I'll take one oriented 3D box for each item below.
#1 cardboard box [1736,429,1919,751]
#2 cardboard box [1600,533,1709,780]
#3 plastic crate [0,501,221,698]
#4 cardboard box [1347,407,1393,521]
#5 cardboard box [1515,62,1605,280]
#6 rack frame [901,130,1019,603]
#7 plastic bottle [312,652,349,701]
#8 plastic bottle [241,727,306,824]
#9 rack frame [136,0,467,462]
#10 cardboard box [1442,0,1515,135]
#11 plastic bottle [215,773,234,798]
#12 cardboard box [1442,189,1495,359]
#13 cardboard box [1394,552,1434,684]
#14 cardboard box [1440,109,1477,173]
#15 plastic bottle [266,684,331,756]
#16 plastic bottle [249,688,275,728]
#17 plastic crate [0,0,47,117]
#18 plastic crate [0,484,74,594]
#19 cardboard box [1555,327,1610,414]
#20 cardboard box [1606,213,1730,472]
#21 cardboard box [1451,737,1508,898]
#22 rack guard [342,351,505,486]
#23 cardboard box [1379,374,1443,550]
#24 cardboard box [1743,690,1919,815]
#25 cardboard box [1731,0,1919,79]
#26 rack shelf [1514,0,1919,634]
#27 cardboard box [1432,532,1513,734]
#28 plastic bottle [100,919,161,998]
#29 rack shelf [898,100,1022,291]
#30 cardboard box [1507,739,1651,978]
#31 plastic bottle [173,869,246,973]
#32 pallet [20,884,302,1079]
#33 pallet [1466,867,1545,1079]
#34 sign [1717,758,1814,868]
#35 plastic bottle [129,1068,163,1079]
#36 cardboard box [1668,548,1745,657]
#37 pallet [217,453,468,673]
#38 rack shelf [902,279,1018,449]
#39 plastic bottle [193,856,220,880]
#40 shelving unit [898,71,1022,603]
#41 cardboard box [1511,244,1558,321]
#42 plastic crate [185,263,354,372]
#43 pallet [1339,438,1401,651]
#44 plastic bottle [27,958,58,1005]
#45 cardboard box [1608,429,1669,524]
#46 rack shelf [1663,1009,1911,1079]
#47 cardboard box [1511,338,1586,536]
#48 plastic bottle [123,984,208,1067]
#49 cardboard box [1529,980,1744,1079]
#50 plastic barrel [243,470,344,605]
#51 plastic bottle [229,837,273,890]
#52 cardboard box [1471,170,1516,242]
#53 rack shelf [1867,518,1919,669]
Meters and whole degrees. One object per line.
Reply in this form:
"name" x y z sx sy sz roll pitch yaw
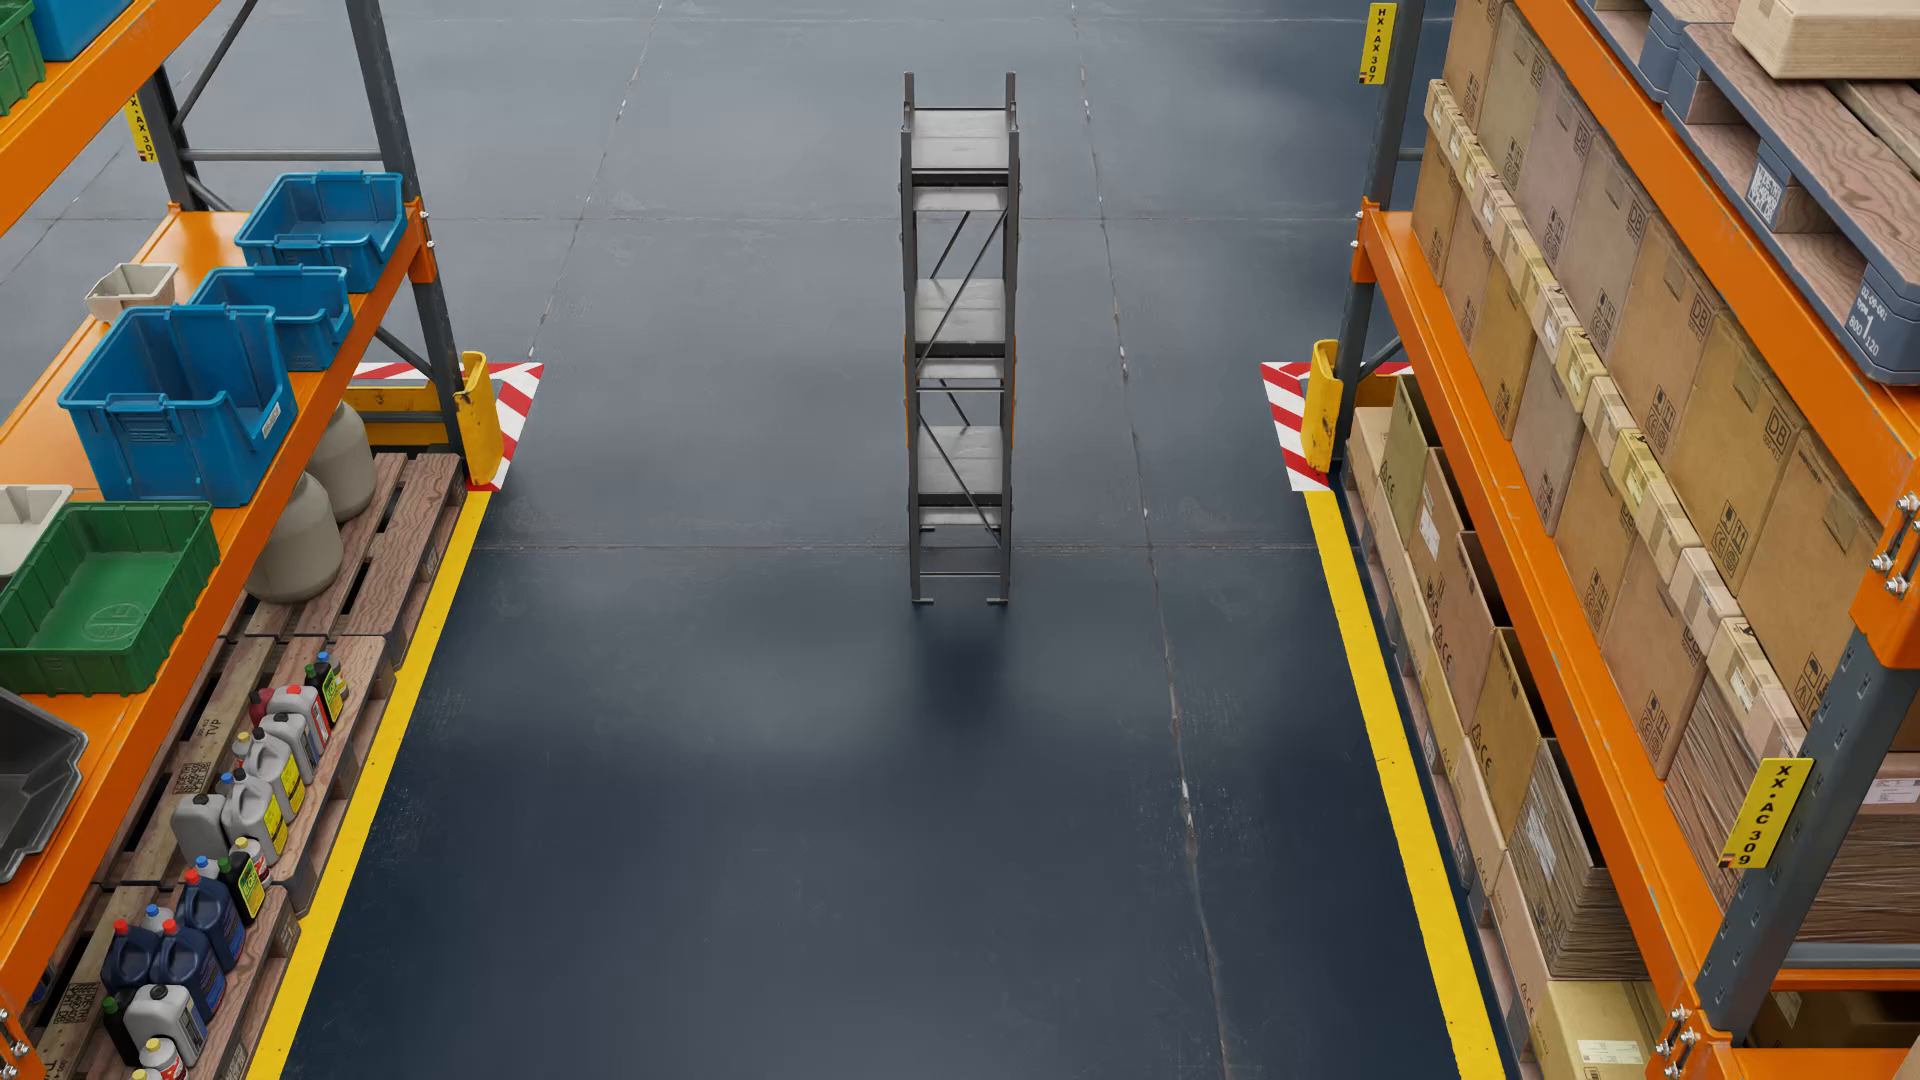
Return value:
"cardboard box" 2.190 0.106 3.602 0.700 0.500 0.500 0 39 0
"cardboard box" 2.183 0.282 4.420 0.700 0.500 0.500 0 39 -1
"plastic crate" -2.476 0.163 4.817 0.450 0.188 0.662 0 39 0
"cardboard box" 1.970 -0.328 7.124 0.500 0.250 0.500 0 39 0
"cardboard box" 2.187 -1.149 5.168 0.700 0.500 0.500 0 39 0
"rack frame" 0.000 -0.563 6.274 0.400 2.100 0.015 0 39 0
"plastic bottle" -2.321 0.497 6.118 0.097 0.201 0.097 0 39 0
"plastic bottle" -2.344 0.786 5.637 0.144 0.351 0.185 1 39 2
"rack frame" -2.761 -1.572 6.813 1.000 3.000 0.127 0 39 0
"cardboard box" 2.180 -1.793 5.972 0.700 0.500 0.500 0 39 0
"plastic bottle" -2.464 0.872 5.649 0.097 0.201 0.097 0 39 0
"cardboard box" 2.185 -0.992 6.009 0.700 0.500 0.500 1 39 1
"cardboard box" 1.975 0.297 6.344 0.500 0.250 0.500 0 39 0
"cardboard box" 1.980 -1.455 6.068 0.380 0.149 0.250 -1 39 -1
"plastic bottle" -2.348 0.625 5.898 0.152 0.276 0.135 0 39 0
"plastic bottle" -2.454 0.623 5.895 0.061 0.283 0.133 0 39 0
"plastic crate" -2.486 -1.145 4.051 0.336 0.188 0.450 0 39 0
"plastic crate" -3.012 0.017 5.041 0.530 0.136 0.437 0 39 0
"cardboard box" 1.979 -0.494 4.869 0.380 0.149 0.250 1 39 1
"cardboard box" 2.188 -0.524 4.387 0.700 0.500 0.500 0 39 0
"cardboard box" 1.972 0.922 5.563 0.500 0.250 0.500 0 39 0
"rack guard" -2.714 -0.549 7.535 1.175 0.500 0.348 0 39 0
"cardboard box" 1.973 -0.308 6.499 0.500 0.500 0.500 0 39 0
"cardboard box" 1.982 0.466 3.671 0.380 0.149 0.250 0 39 0
"cardboard box" 1.922 -1.117 3.599 0.380 0.149 0.250 0 39 0
"rack shelf" 2.194 -1.212 4.541 1.077 0.370 4.000 0 39 0
"cardboard box" 1.969 0.317 5.719 0.500 0.500 0.500 0 39 0
"plastic bottle" -2.487 1.287 5.012 0.144 0.351 0.185 0 39 0
"rack shelf" 0.000 -1.251 6.035 0.431 0.518 0.480 0 39 0
"cardboard box" 1.989 0.942 4.939 0.500 0.500 0.500 0 39 0
"plastic bottle" -2.343 1.168 5.160 0.144 0.351 0.185 -2 39 -2
"pallet" -2.716 1.598 5.088 1.003 0.211 1.213 0 39 0
"pallet" 2.238 1.519 5.186 1.003 0.211 1.213 0 39 0
"sign" 1.642 0.561 3.396 0.100 0.325 0.005 0 39 0
"plastic bottle" -2.319 1.587 4.757 0.097 0.201 0.097 0 39 0
"cardboard box" 1.981 0.148 4.068 0.380 0.149 0.250 -1 39 -1
"pallet" -2.719 0.072 6.992 1.003 0.211 1.213 0 39 0
"rack shelf" 0.000 -0.705 6.473 0.431 0.518 0.480 0 39 0
"plastic bottle" -2.380 1.107 5.299 0.097 0.271 0.097 0 39 0
"shelving unit" 0.000 -0.716 6.464 0.431 2.100 0.503 0 39 0
"cardboard box" 1.981 -0.814 5.269 0.380 0.149 0.250 -1 39 -1
"plastic crate" -2.466 -0.795 5.962 0.499 0.251 0.408 0 39 0
"pallet" 2.235 -0.007 7.090 1.003 0.211 1.213 0 39 0
"plastic bottle" -2.898 1.282 5.077 0.152 0.276 0.135 0 39 0
"cardboard box" 1.983 -0.170 4.465 0.380 0.149 0.250 0 39 0
"rack shelf" 2.199 2.460 2.357 1.077 0.370 4.000 0 39 0
"cardboard box" 2.184 -0.352 5.211 0.700 0.500 0.500 1 39 1
"plastic bottle" -2.346 1.419 4.907 0.152 0.276 0.135 1 39 2
"cardboard box" 1.978 1.548 4.783 0.500 0.250 0.500 0 39 0
"plastic barrel" -2.684 -0.040 6.555 0.421 0.512 0.421 0 39 0
"plastic bottle" -2.320 1.050 5.427 0.097 0.201 0.097 0 39 0
"cardboard box" 1.977 -1.141 5.676 0.380 0.149 0.250 -1 39 -1
"rack shelf" 2.199 1.289 1.419 1.077 0.370 4.000 0 39 0
